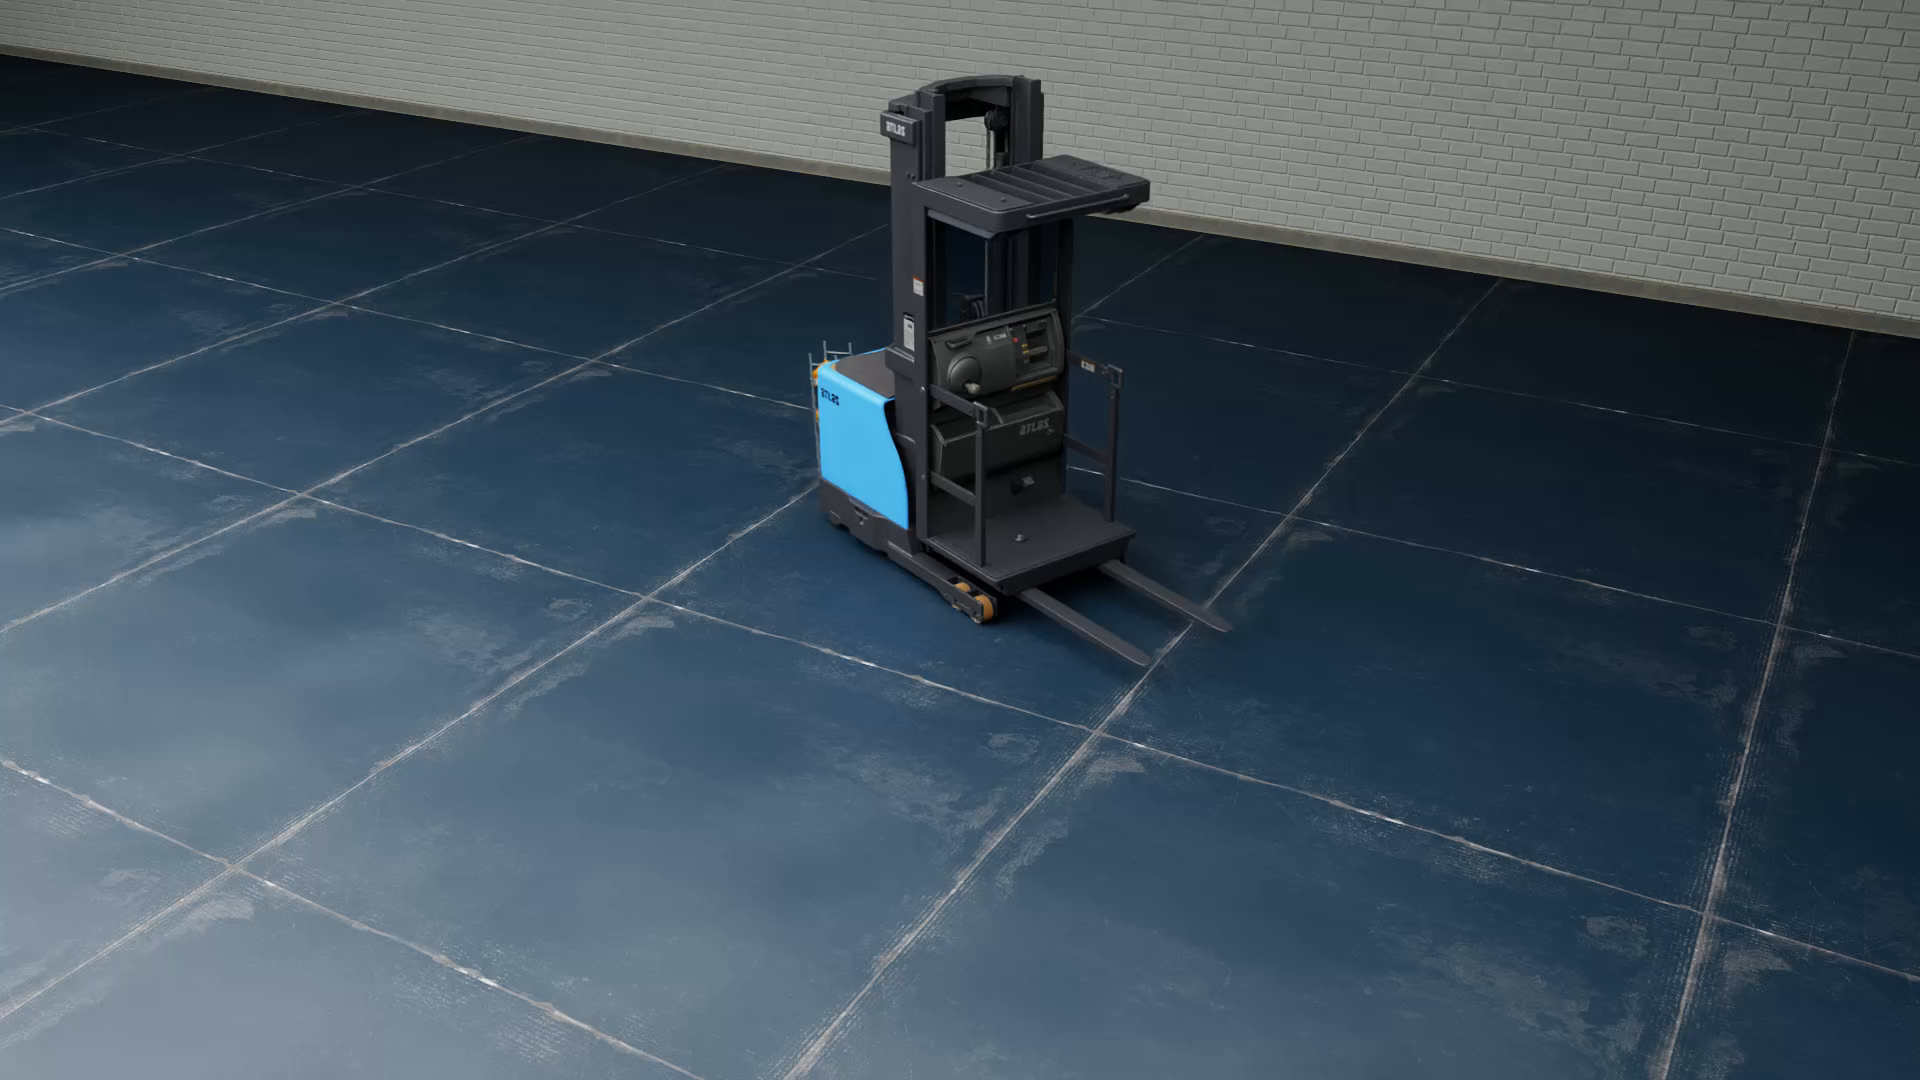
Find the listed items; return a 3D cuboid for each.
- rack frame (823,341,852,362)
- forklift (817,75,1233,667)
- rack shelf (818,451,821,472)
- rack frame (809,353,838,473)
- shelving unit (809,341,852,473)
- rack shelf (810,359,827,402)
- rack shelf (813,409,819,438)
[{"bbox_3d":[-0.793,-0.839,11.243,0.200,1.050,0.008,6,27,17],"label":"rack frame"},{"bbox_3d":[0.355,-1.069,9.612,1.130,2.935,3.031,-18,32,-32],"label":"forklift"},{"bbox_3d":[-0.820,-0.528,11.265,0.215,0.259,0.240,6,27,17],"label":"rack shelf"},{"bbox_3d":[-0.870,-0.736,11.036,0.200,1.050,0.008,6,27,17],"label":"rack frame"},{"bbox_3d":[-0.831,-0.787,11.140,0.215,1.050,0.252,6,27,17],"label":"shelving unit"},{"bbox_3d":[-0.842,-1.033,11.021,0.215,0.259,0.240,6,27,17],"label":"rack shelf"},{"bbox_3d":[-0.831,-0.778,11.145,0.215,0.259,0.240,6,27,17],"label":"rack shelf"}]
